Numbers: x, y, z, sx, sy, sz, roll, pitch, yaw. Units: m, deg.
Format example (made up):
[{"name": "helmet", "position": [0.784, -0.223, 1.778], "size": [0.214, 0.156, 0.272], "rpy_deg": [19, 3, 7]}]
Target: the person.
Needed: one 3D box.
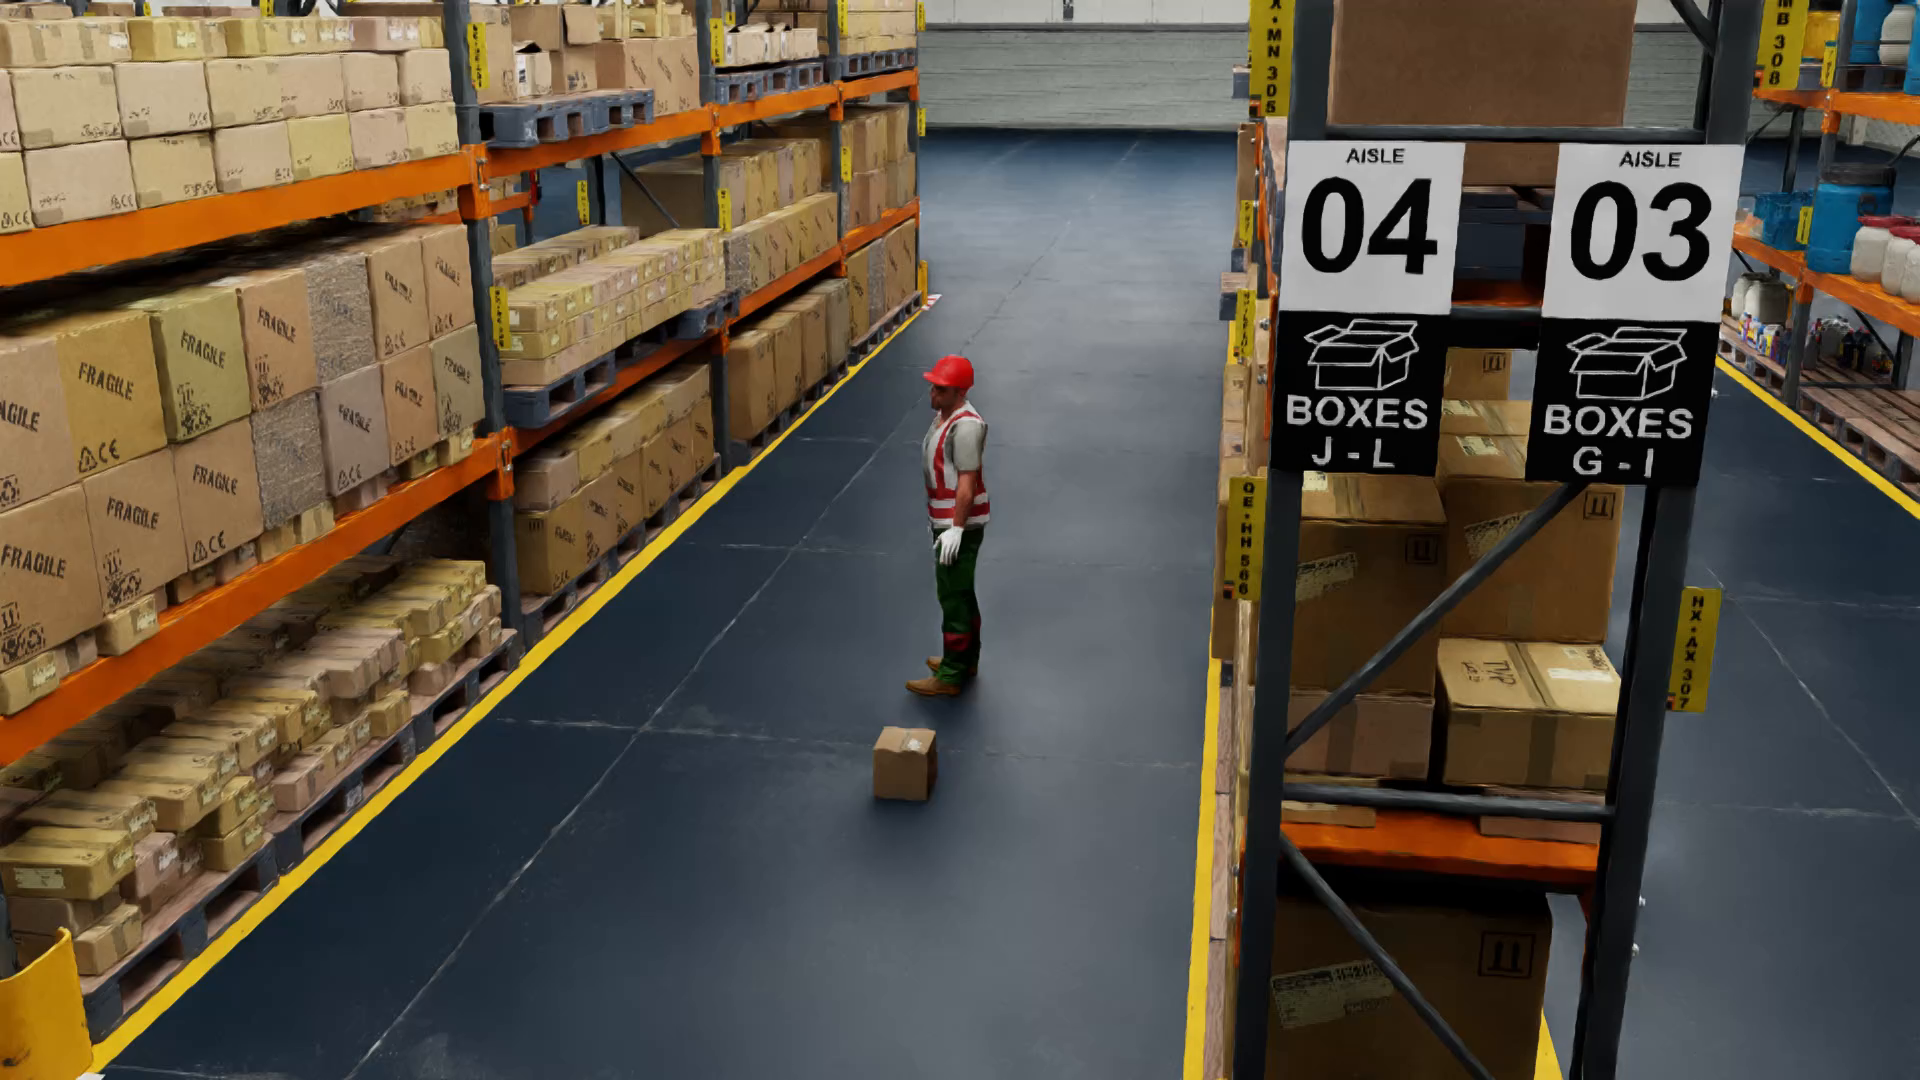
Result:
[{"name": "person", "position": [-0.088, -0.079, 8.656], "size": [0.465, 1.794, 0.620], "rpy_deg": [-4, 18, -11]}]
